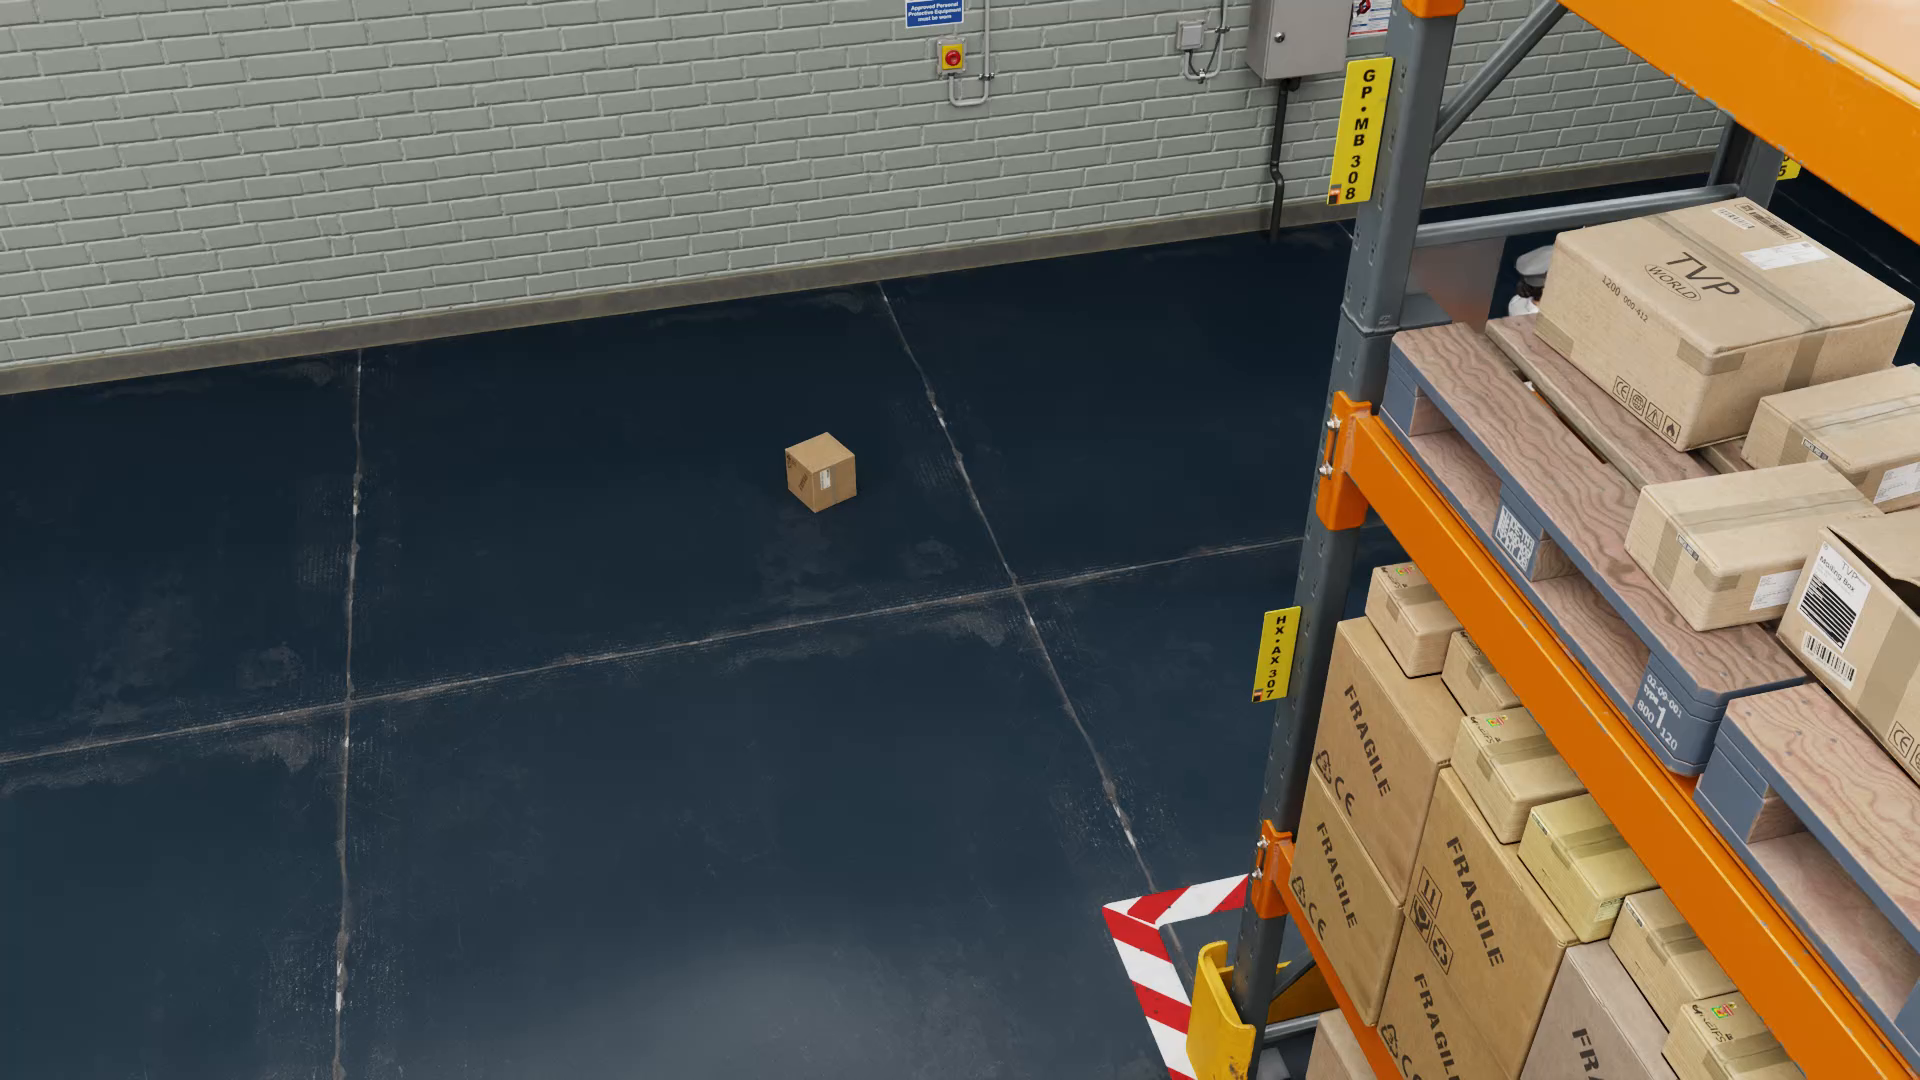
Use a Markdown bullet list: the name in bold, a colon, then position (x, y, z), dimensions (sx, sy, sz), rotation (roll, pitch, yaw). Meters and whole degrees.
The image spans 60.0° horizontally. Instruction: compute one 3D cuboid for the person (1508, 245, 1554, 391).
- **person**: position (2.510, -0.518, 7.354), dimensions (0.499, 1.736, 0.489), rotation (-2, 38, -2)
